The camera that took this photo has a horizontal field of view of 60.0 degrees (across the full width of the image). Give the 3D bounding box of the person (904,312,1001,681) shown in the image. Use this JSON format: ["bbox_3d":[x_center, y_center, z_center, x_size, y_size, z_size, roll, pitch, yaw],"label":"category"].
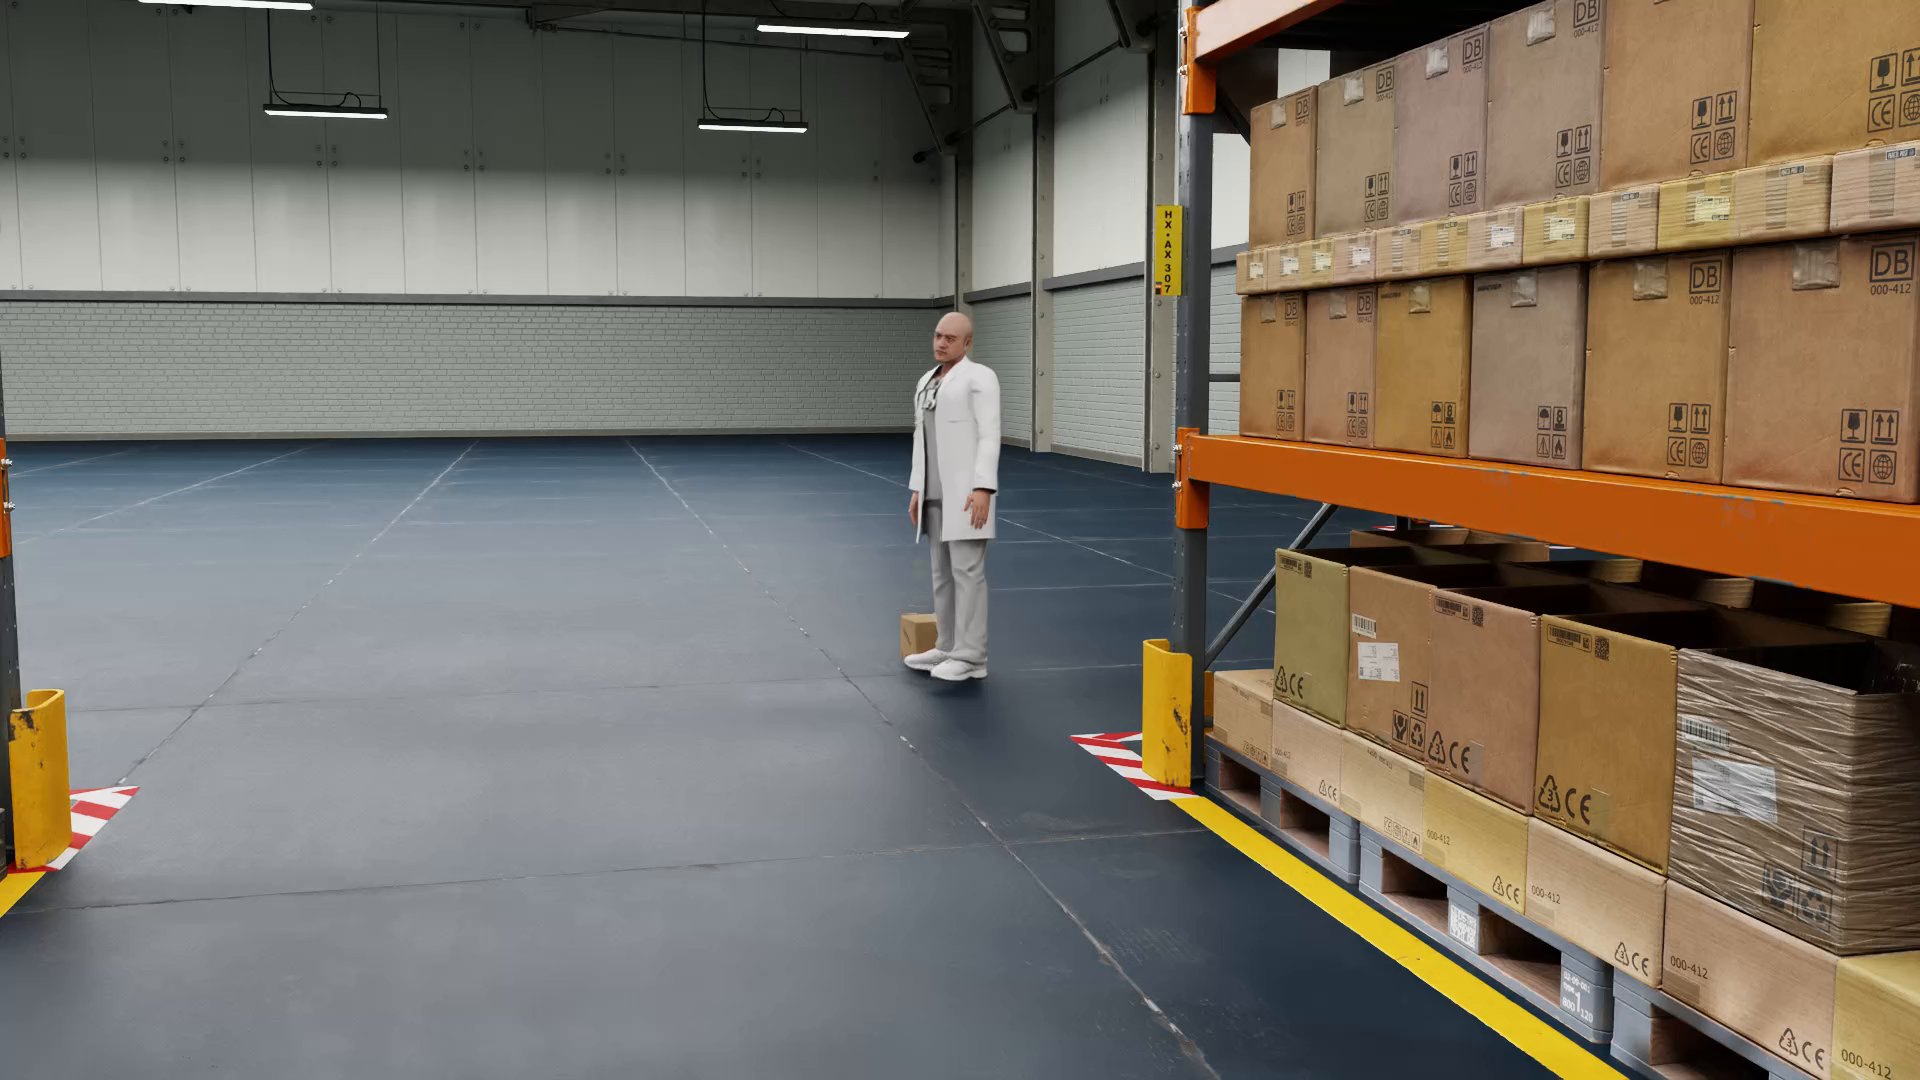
[{"bbox_3d":[-0.056,-0.214,8.130,0.504,1.787,0.649,-5,8,-37],"label":"person"}]
